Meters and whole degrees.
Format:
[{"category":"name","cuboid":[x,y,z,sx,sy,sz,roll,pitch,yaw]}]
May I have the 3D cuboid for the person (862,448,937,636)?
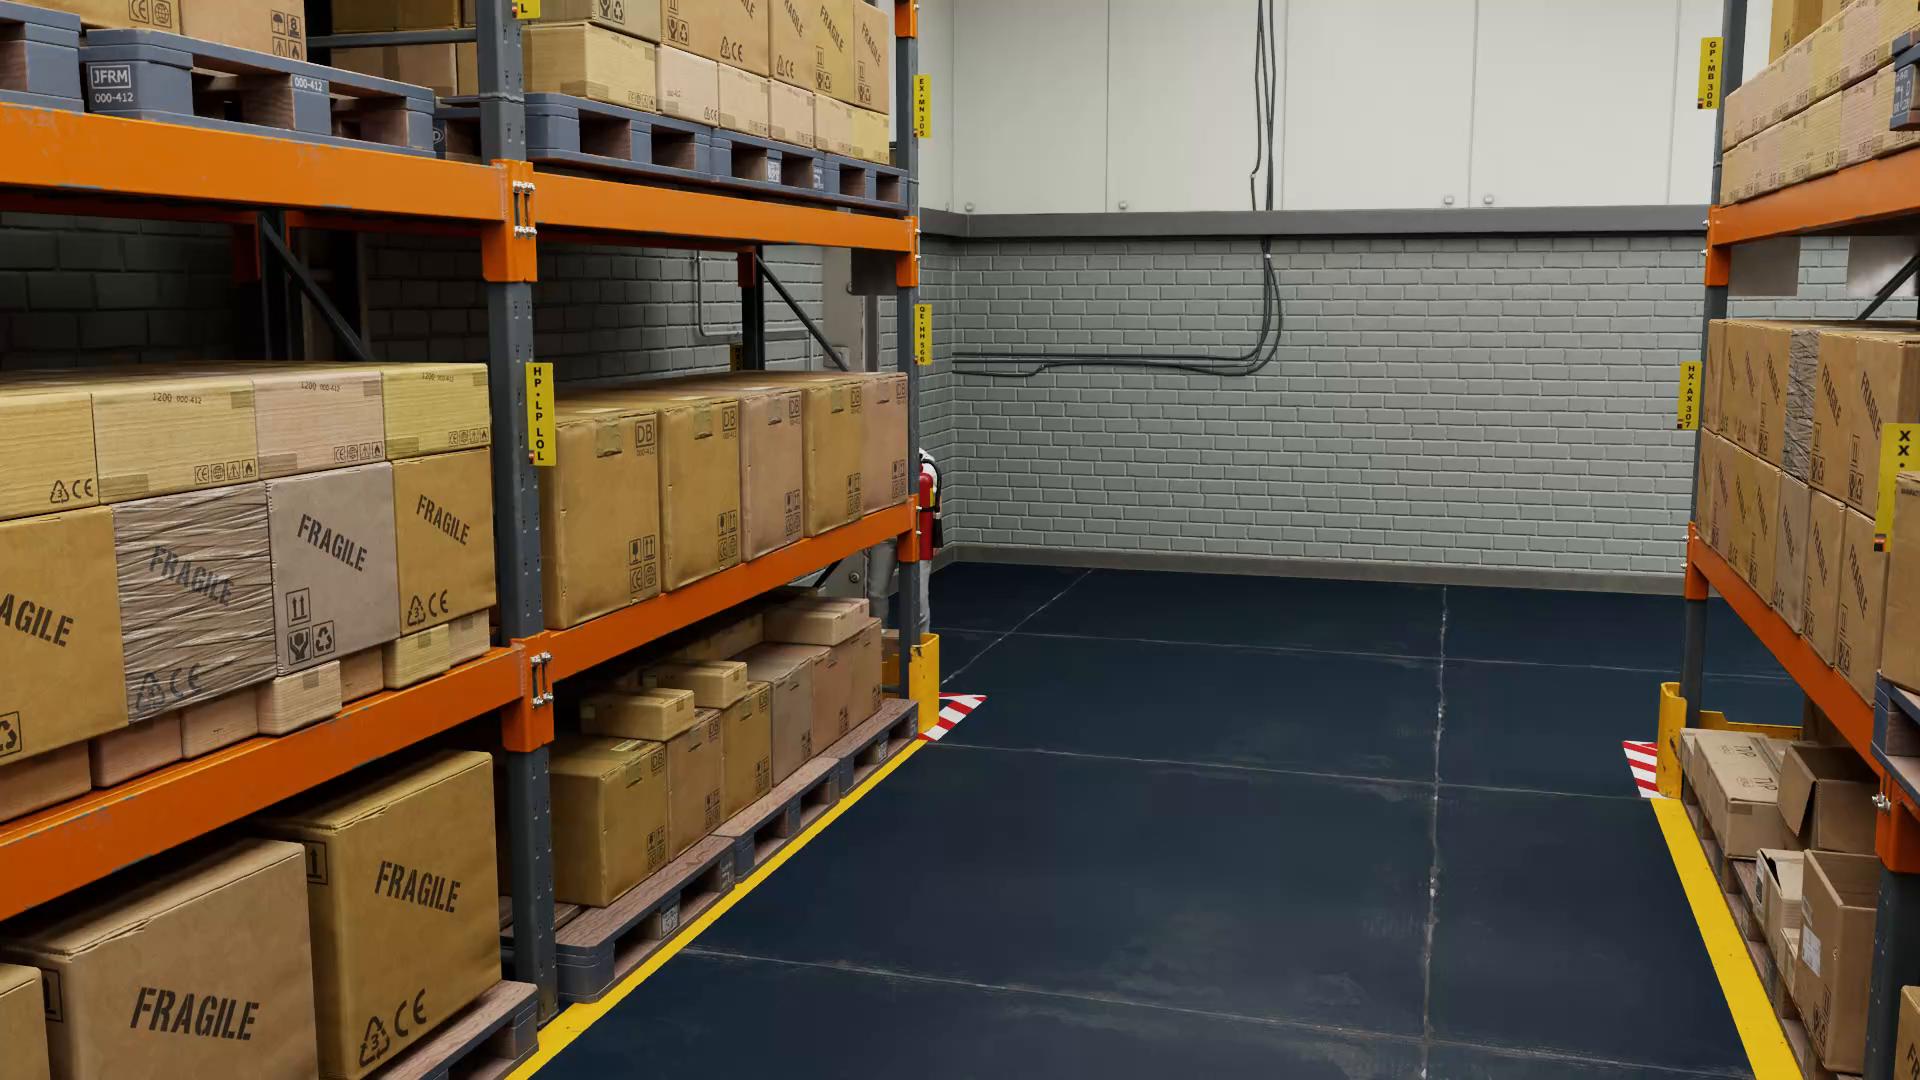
[{"category":"person","cuboid":[-0.407,-0.006,10.858,0.542,1.666,0.470,2,9,16]}]
